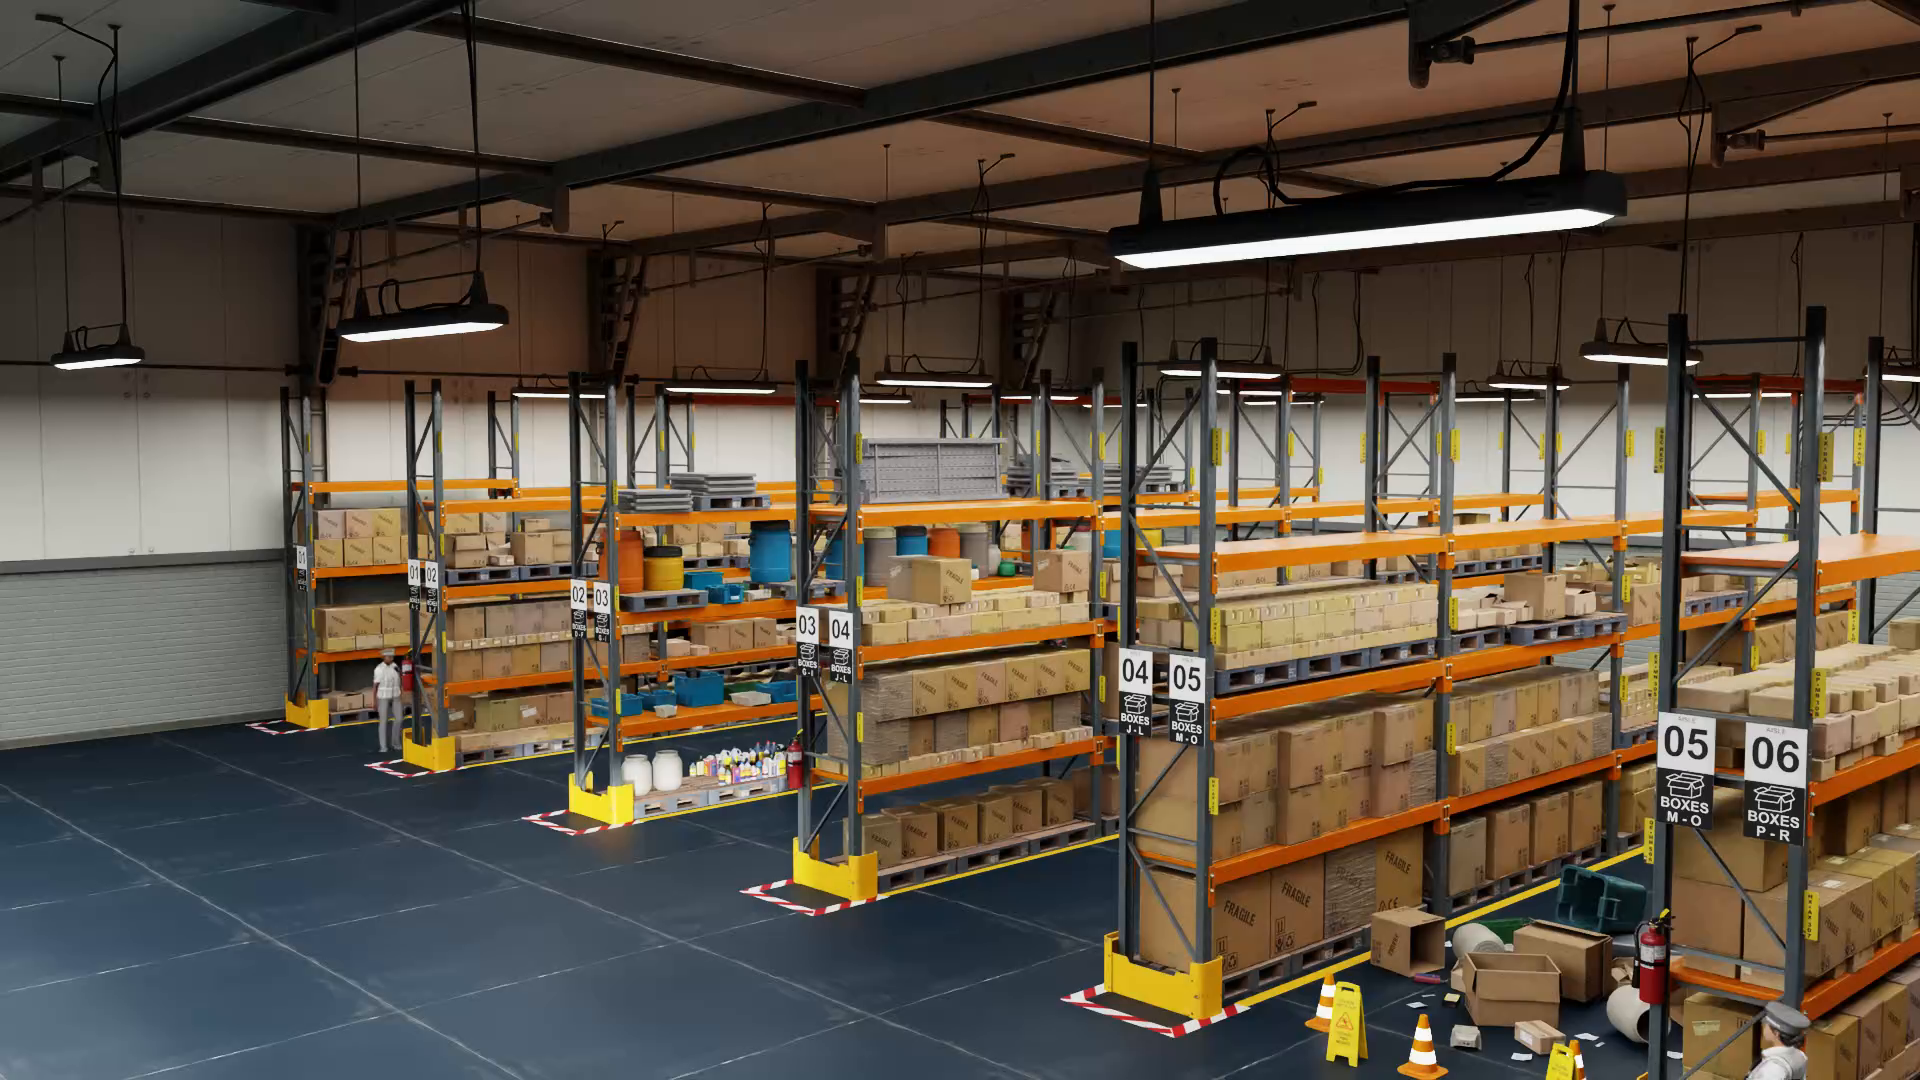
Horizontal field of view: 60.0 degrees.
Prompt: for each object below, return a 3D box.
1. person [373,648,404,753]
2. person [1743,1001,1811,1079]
[{"bbox_3d":[-9.339,2.637,27.176,0.368,1.767,0.547,3,5,40],"label":"person"},{"bbox_3d":[5.033,3.668,10.159,0.698,1.669,0.466,1,4,21],"label":"person"}]
